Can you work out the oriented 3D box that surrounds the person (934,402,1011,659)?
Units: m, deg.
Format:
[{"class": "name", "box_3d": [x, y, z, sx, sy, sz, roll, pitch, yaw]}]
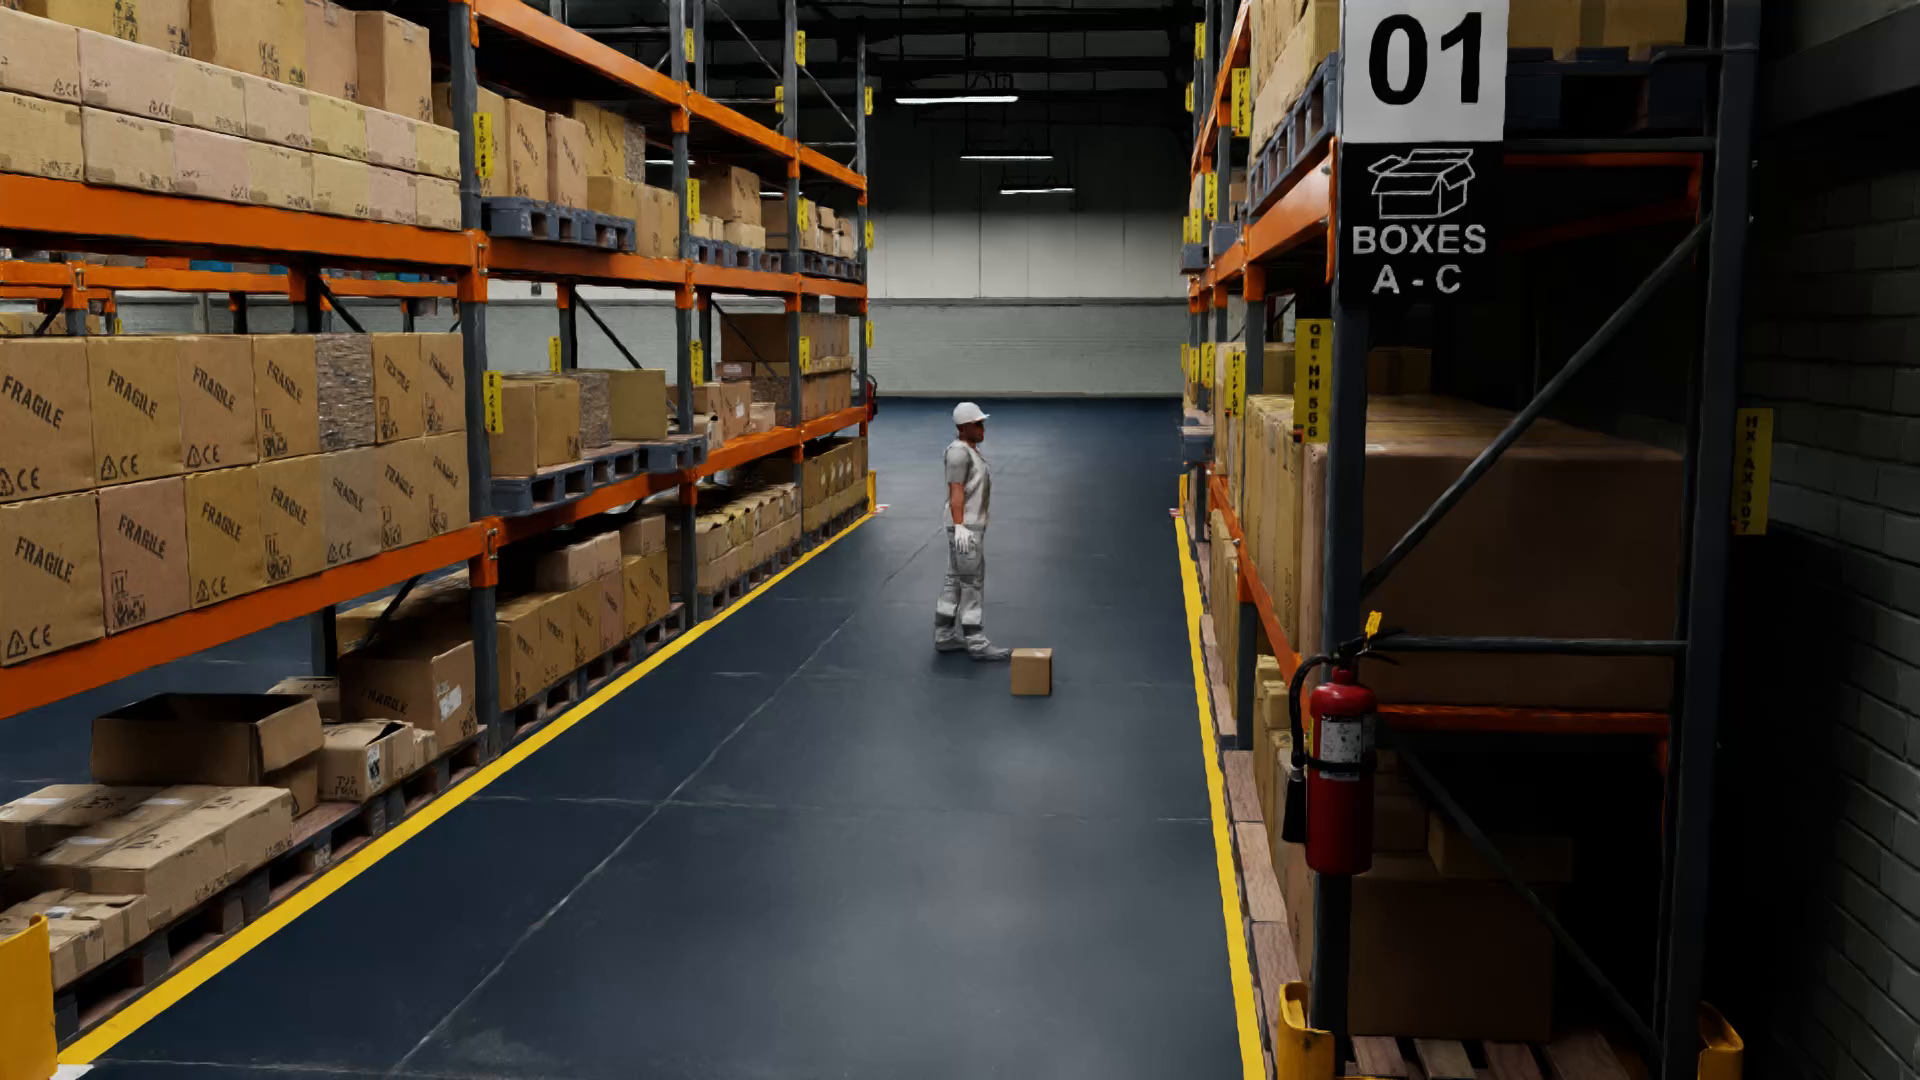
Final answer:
[{"class": "person", "box_3d": [0.084, -0.069, 11.623, 0.582, 1.792, 0.725, 1, 8, 8]}]
